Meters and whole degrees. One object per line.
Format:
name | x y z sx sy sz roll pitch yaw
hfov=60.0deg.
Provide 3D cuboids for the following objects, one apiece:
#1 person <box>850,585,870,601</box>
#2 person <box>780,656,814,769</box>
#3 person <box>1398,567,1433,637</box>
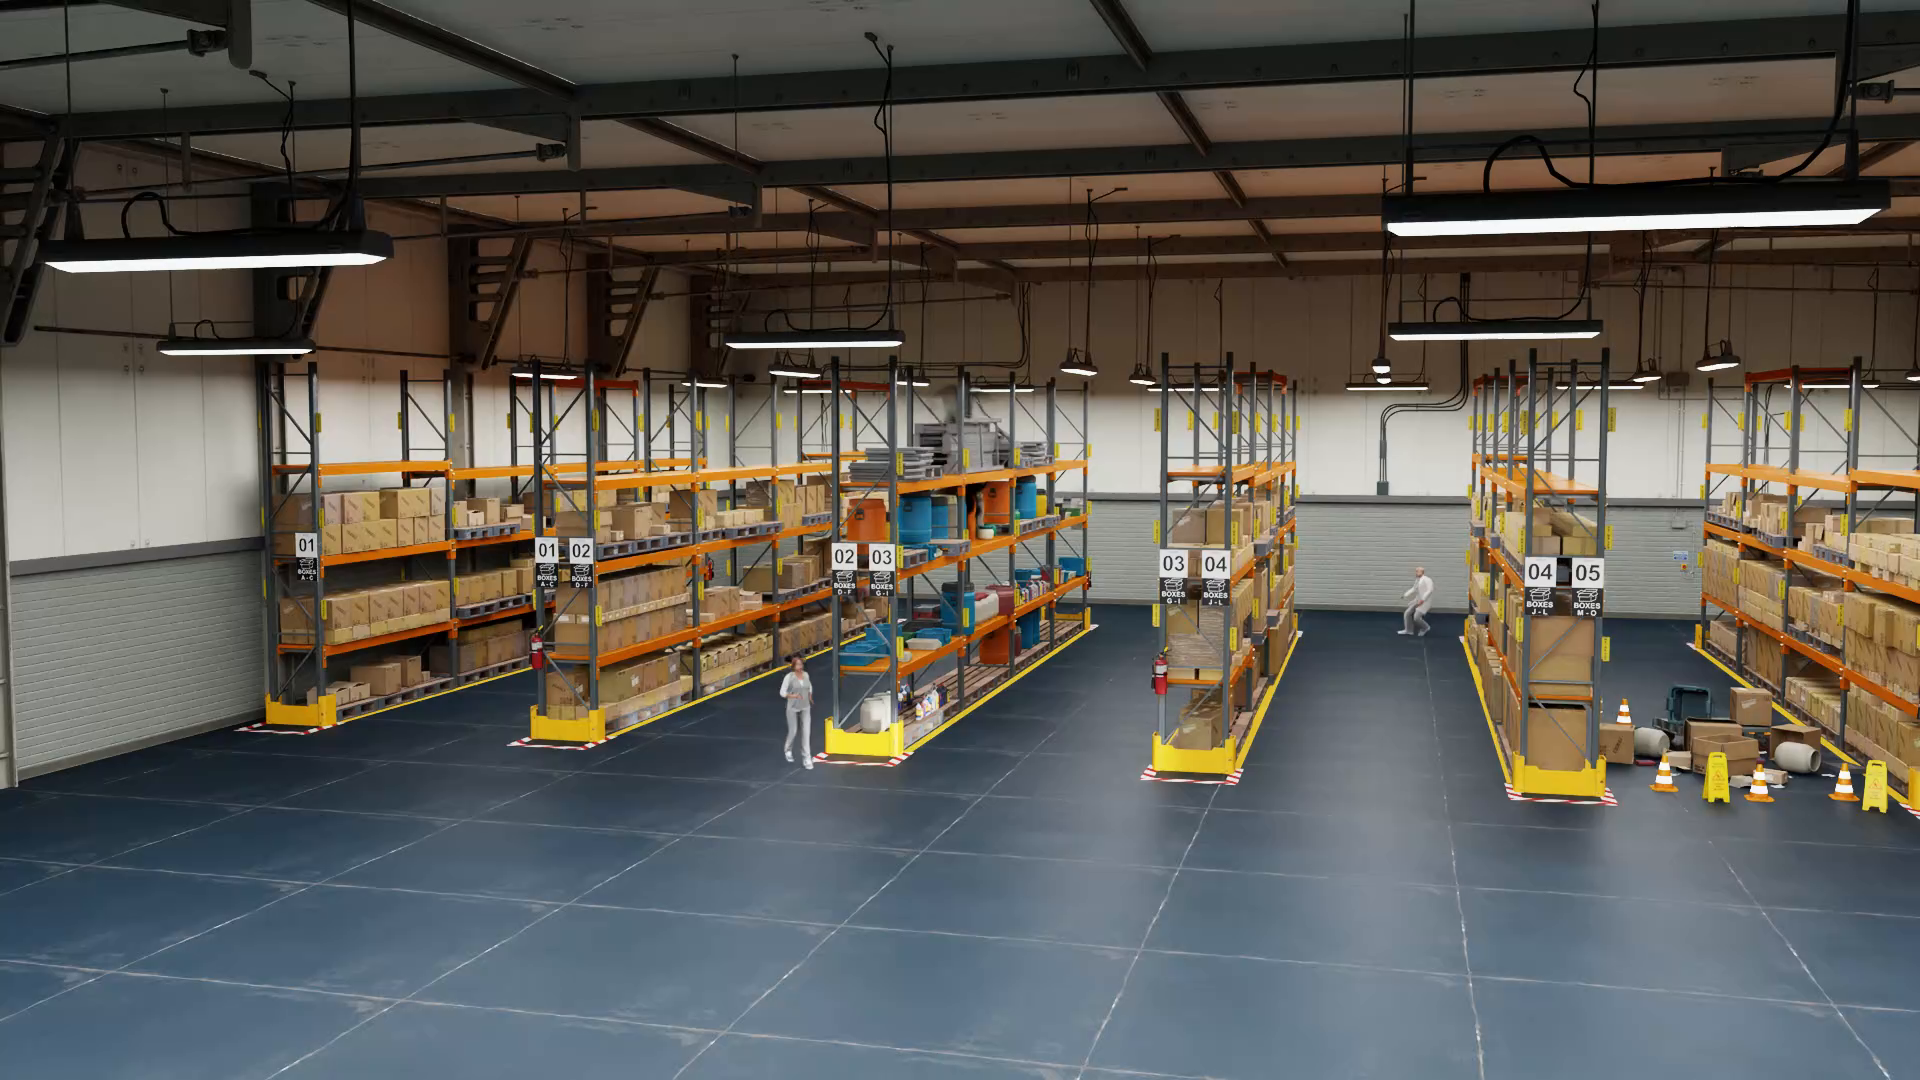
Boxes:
person | -2.584 1.158 42.979 0.877 1.626 0.571 2 4 22
person | -2.359 2.481 24.169 0.549 1.595 0.801 -2 4 -25
person | 10.744 1.447 38.971 0.612 1.660 0.915 -1 4 -18
